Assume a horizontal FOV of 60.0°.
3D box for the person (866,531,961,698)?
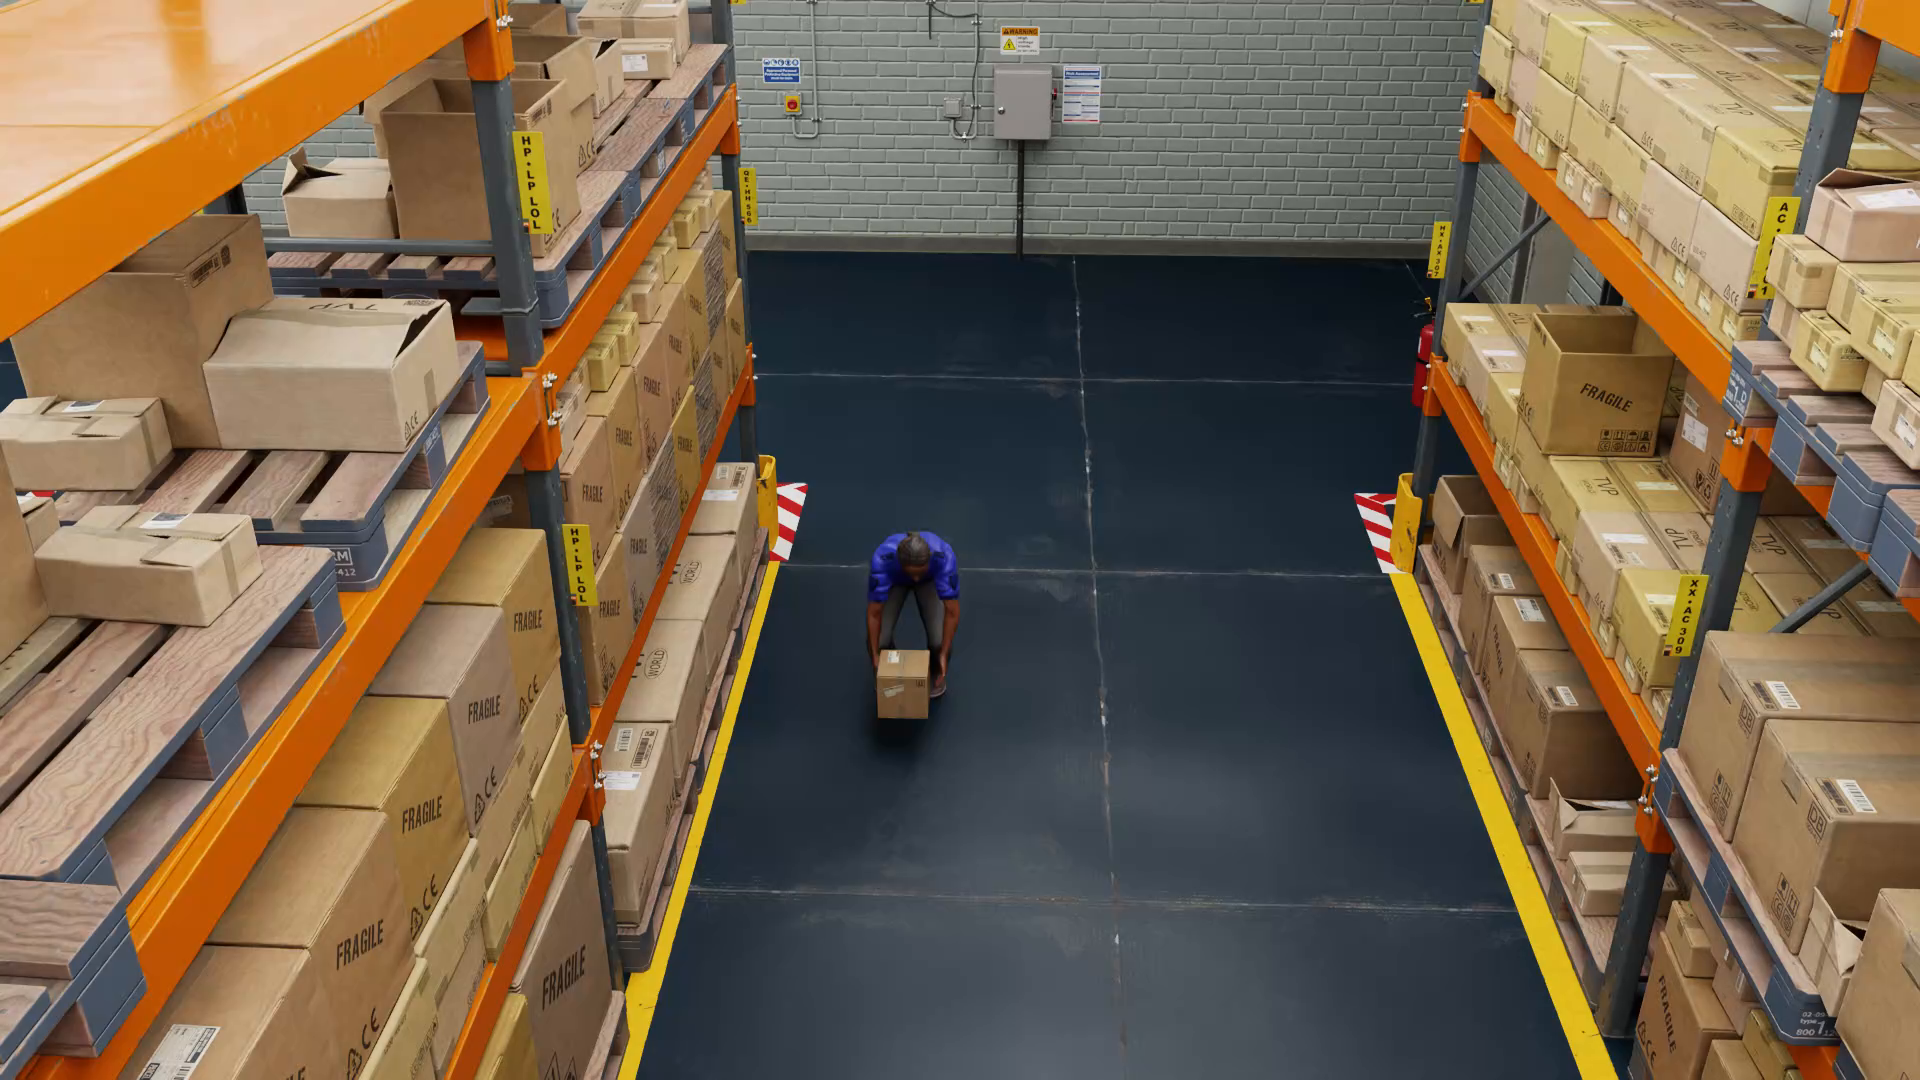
[{"bbox_3d":[-0.236,0.338,8.602,0.499,1.092,0.747,2,28,3],"label":"person"}]
